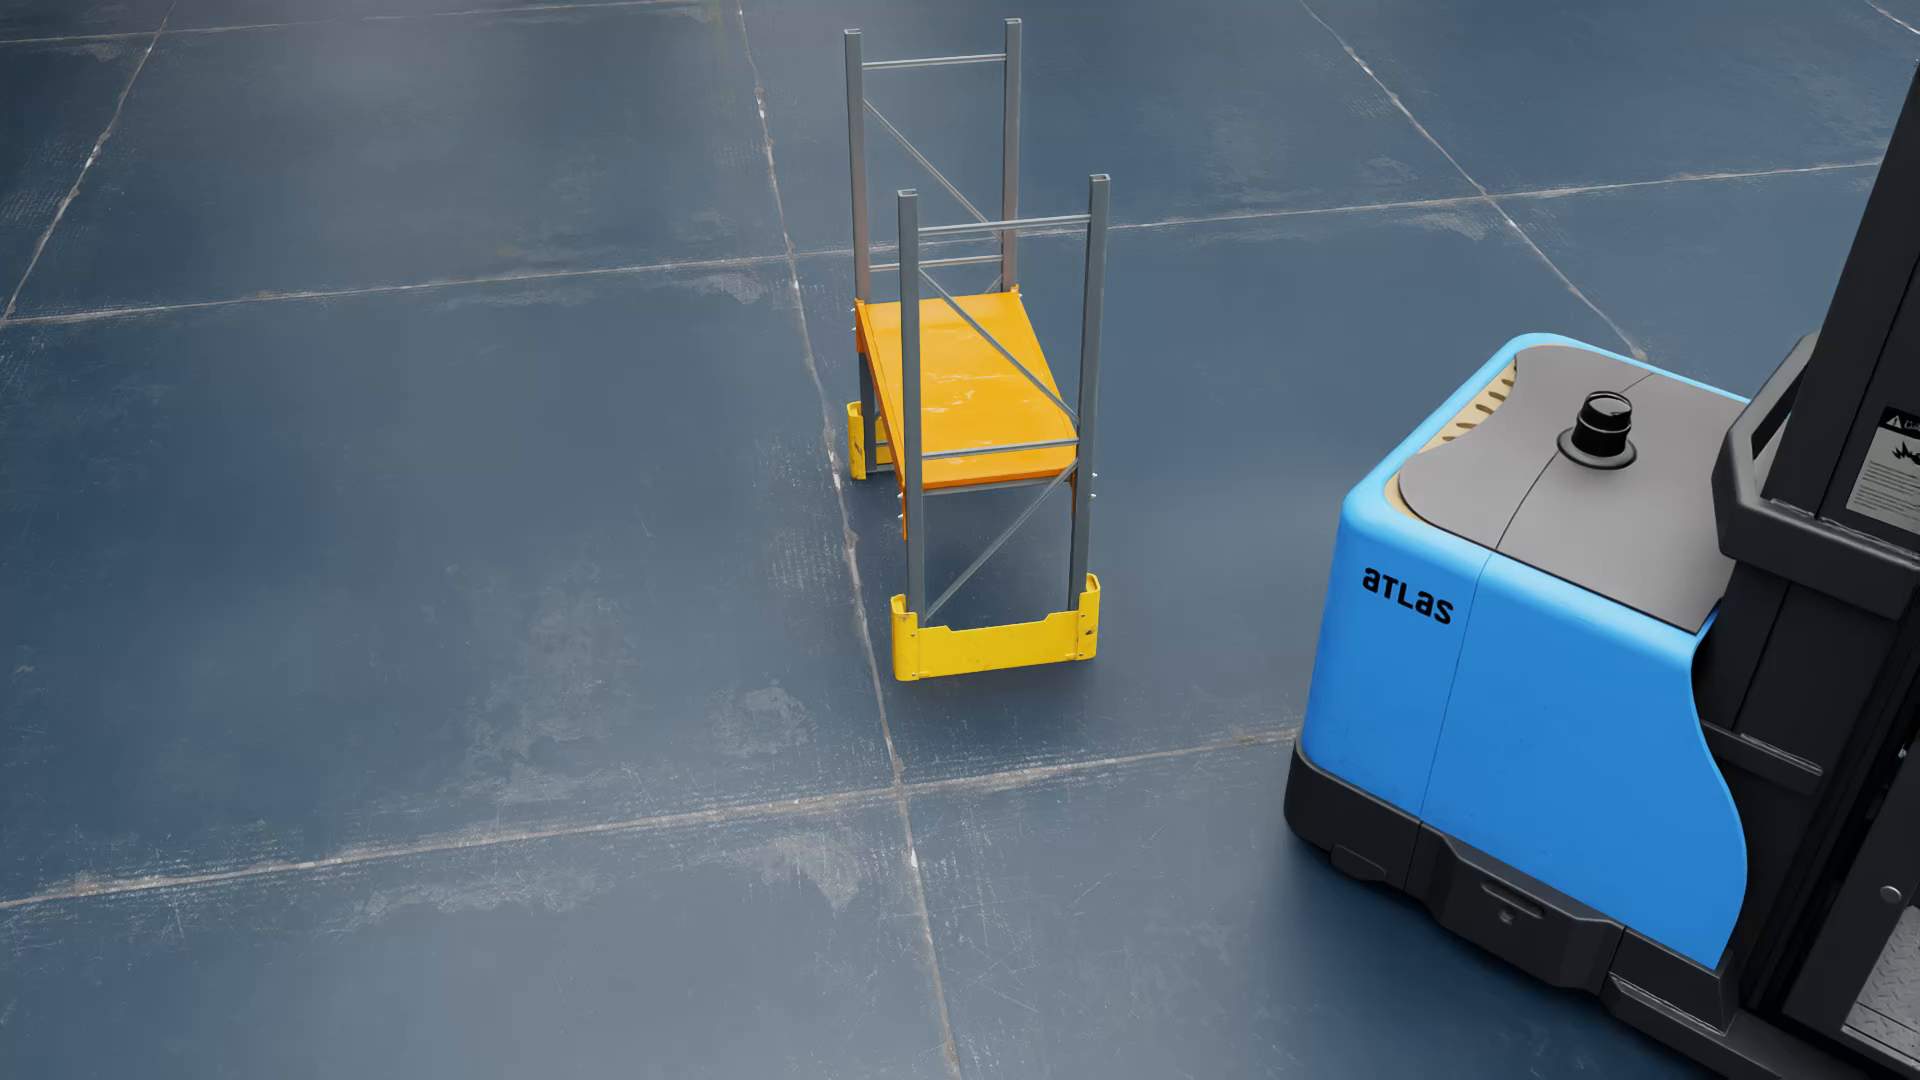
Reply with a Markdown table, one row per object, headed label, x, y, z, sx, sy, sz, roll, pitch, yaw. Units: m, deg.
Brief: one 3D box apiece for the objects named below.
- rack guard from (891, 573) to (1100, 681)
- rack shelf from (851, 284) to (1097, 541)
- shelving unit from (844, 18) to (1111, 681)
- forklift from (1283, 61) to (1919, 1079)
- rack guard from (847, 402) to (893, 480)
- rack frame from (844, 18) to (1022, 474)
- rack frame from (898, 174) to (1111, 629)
| label | x | y | z | sx | sy | sz | roll | pitch | yaw |
| --- | --- | --- | --- | --- | --- | --- | --- | --- | --- |
| rack guard | 0.101 | 0.248 | 4.727 | 0.587 | 0.250 | 0.087 | -6 | 38 | -8 |
| rack shelf | 0.015 | -0.399 | 4.834 | 0.538 | 0.185 | 1.000 | -6 | 38 | -8 |
| shelving unit | 0.013 | -0.546 | 4.731 | 0.587 | 1.500 | 1.083 | -6 | 38 | -8 |
| forklift | 2.288 | -0.058 | 2.936 | 3.031 | 2.935 | 1.130 | 26 | 45 | 30 |
| rack guard | -0.074 | -0.353 | 5.501 | 0.587 | 0.250 | 0.087 | -6 | 38 | -8 |
| rack frame | -0.074 | -0.848 | 5.119 | 0.500 | 1.500 | 0.032 | -6 | 38 | -8 |
| rack frame | 0.104 | -0.234 | 4.328 | 0.500 | 1.500 | 0.032 | -6 | 38 | -8 |
